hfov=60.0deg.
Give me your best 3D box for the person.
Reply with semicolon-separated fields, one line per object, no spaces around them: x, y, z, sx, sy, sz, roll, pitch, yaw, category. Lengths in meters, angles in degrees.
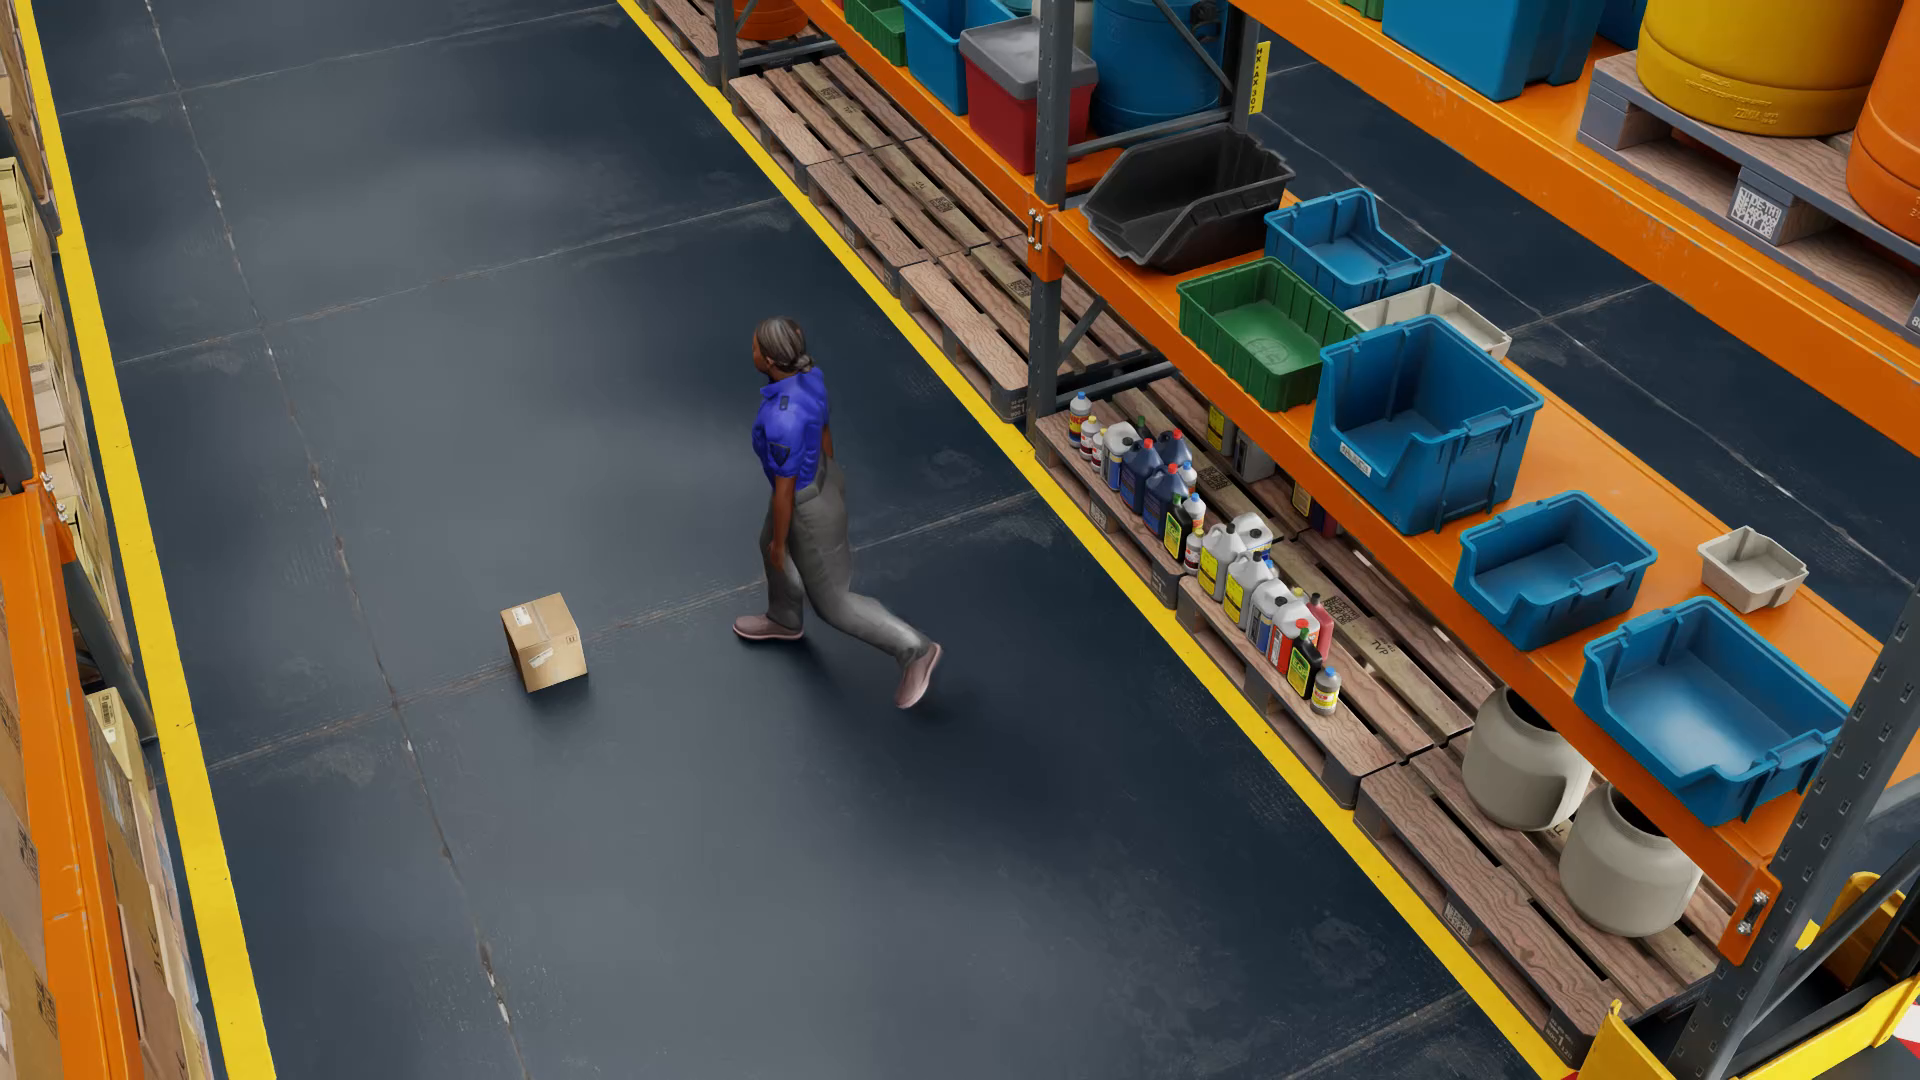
-0.509;-0.088;6.271;0.881;1.606;0.590;0;42;1;person
